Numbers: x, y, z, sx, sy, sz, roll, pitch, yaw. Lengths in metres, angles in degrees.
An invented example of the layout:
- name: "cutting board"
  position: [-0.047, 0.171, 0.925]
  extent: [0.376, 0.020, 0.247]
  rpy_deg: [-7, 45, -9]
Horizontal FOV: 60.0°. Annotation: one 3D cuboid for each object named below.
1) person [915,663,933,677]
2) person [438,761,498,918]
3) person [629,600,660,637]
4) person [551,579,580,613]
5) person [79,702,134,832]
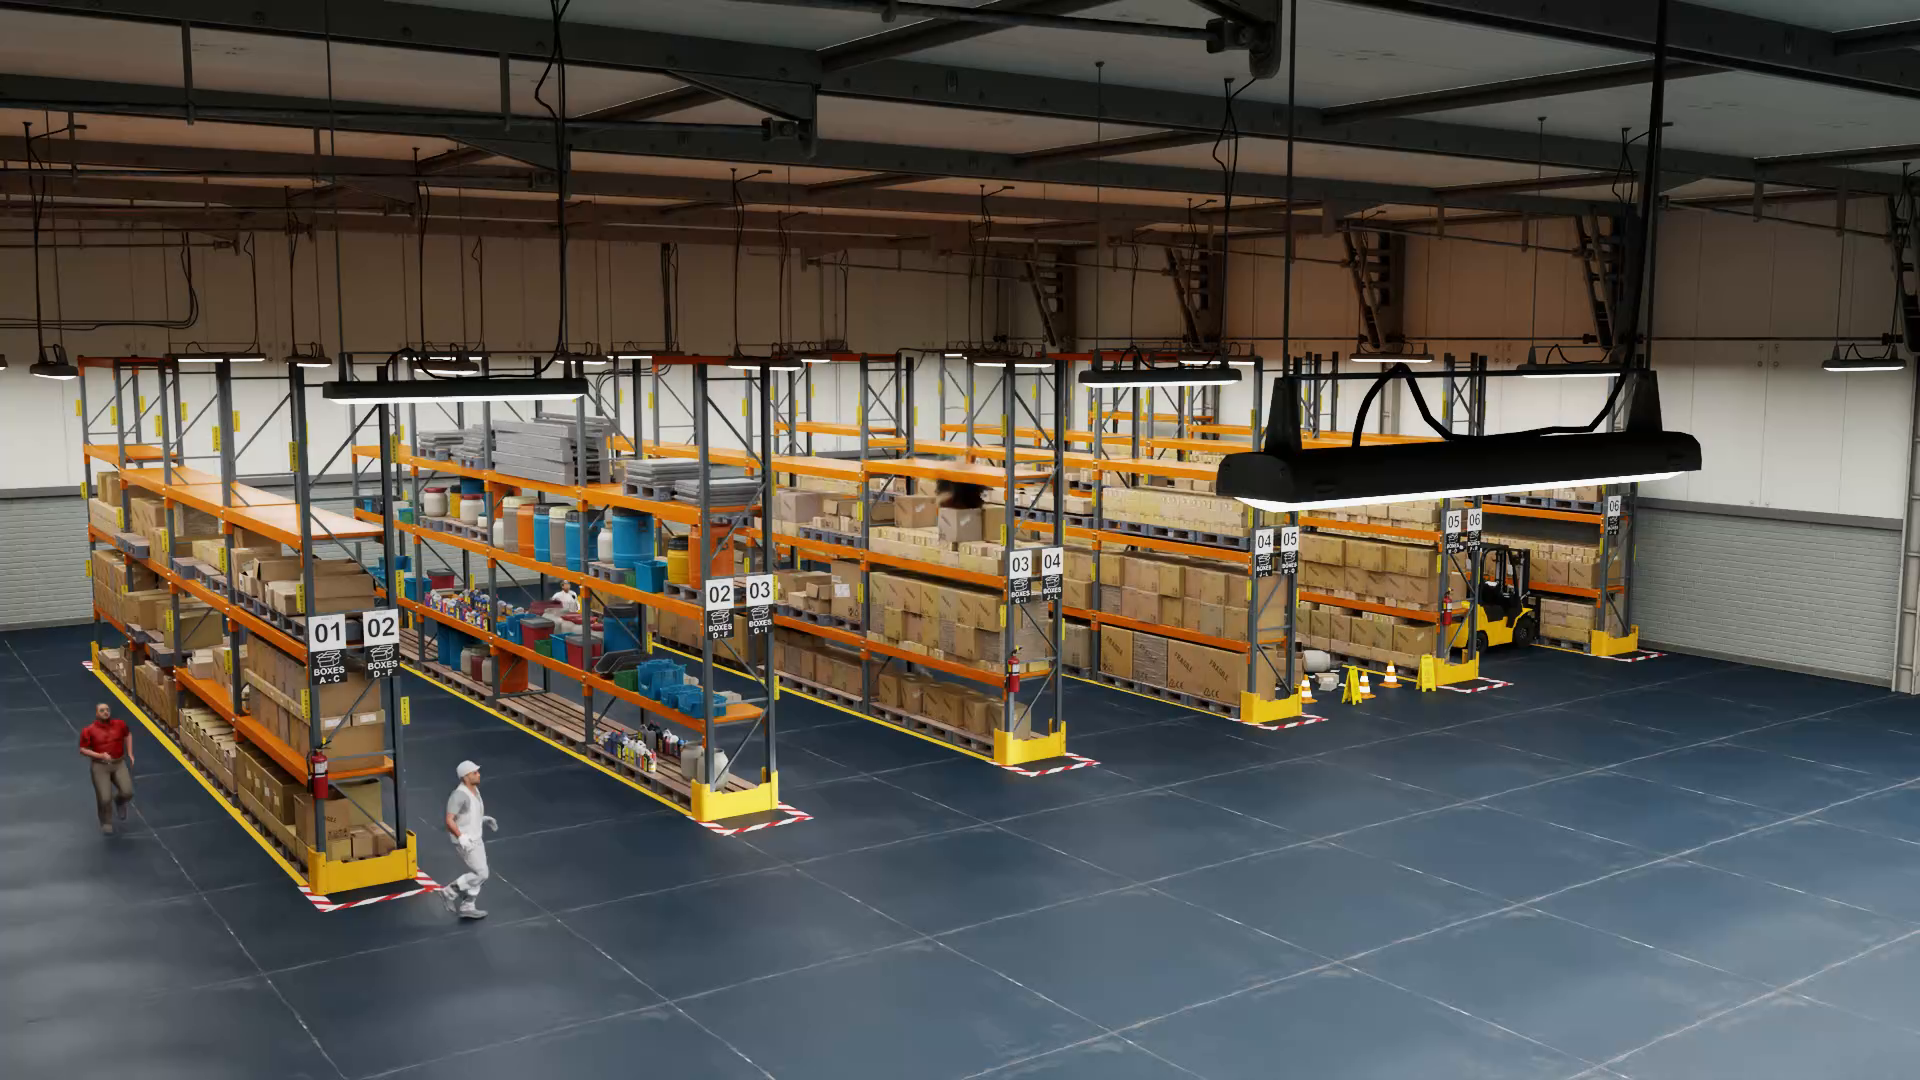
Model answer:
- name: "person"
  position: [-0.556, 1.722, 30.950]
  extent: [0.590, 1.724, 0.691]
  rpy_deg: [6, 9, 43]
- name: "person"
  position: [-5.394, 3.270, 18.195]
  extent: [0.598, 1.750, 0.678]
  rpy_deg: [0, 7, -2]
- name: "person"
  position: [-6.060, 1.613, 32.130]
  extent: [0.573, 1.625, 0.656]
  rpy_deg: [-5, 8, -35]
- name: "person"
  position: [-7.708, 1.560, 32.541]
  extent: [0.624, 1.692, 0.690]
  rpy_deg: [-6, 9, -39]
- name: "person"
  position: [-10.901, 2.925, 21.357]
  extent: [0.674, 1.692, 0.614]
  rpy_deg: [-7, 10, -45]
